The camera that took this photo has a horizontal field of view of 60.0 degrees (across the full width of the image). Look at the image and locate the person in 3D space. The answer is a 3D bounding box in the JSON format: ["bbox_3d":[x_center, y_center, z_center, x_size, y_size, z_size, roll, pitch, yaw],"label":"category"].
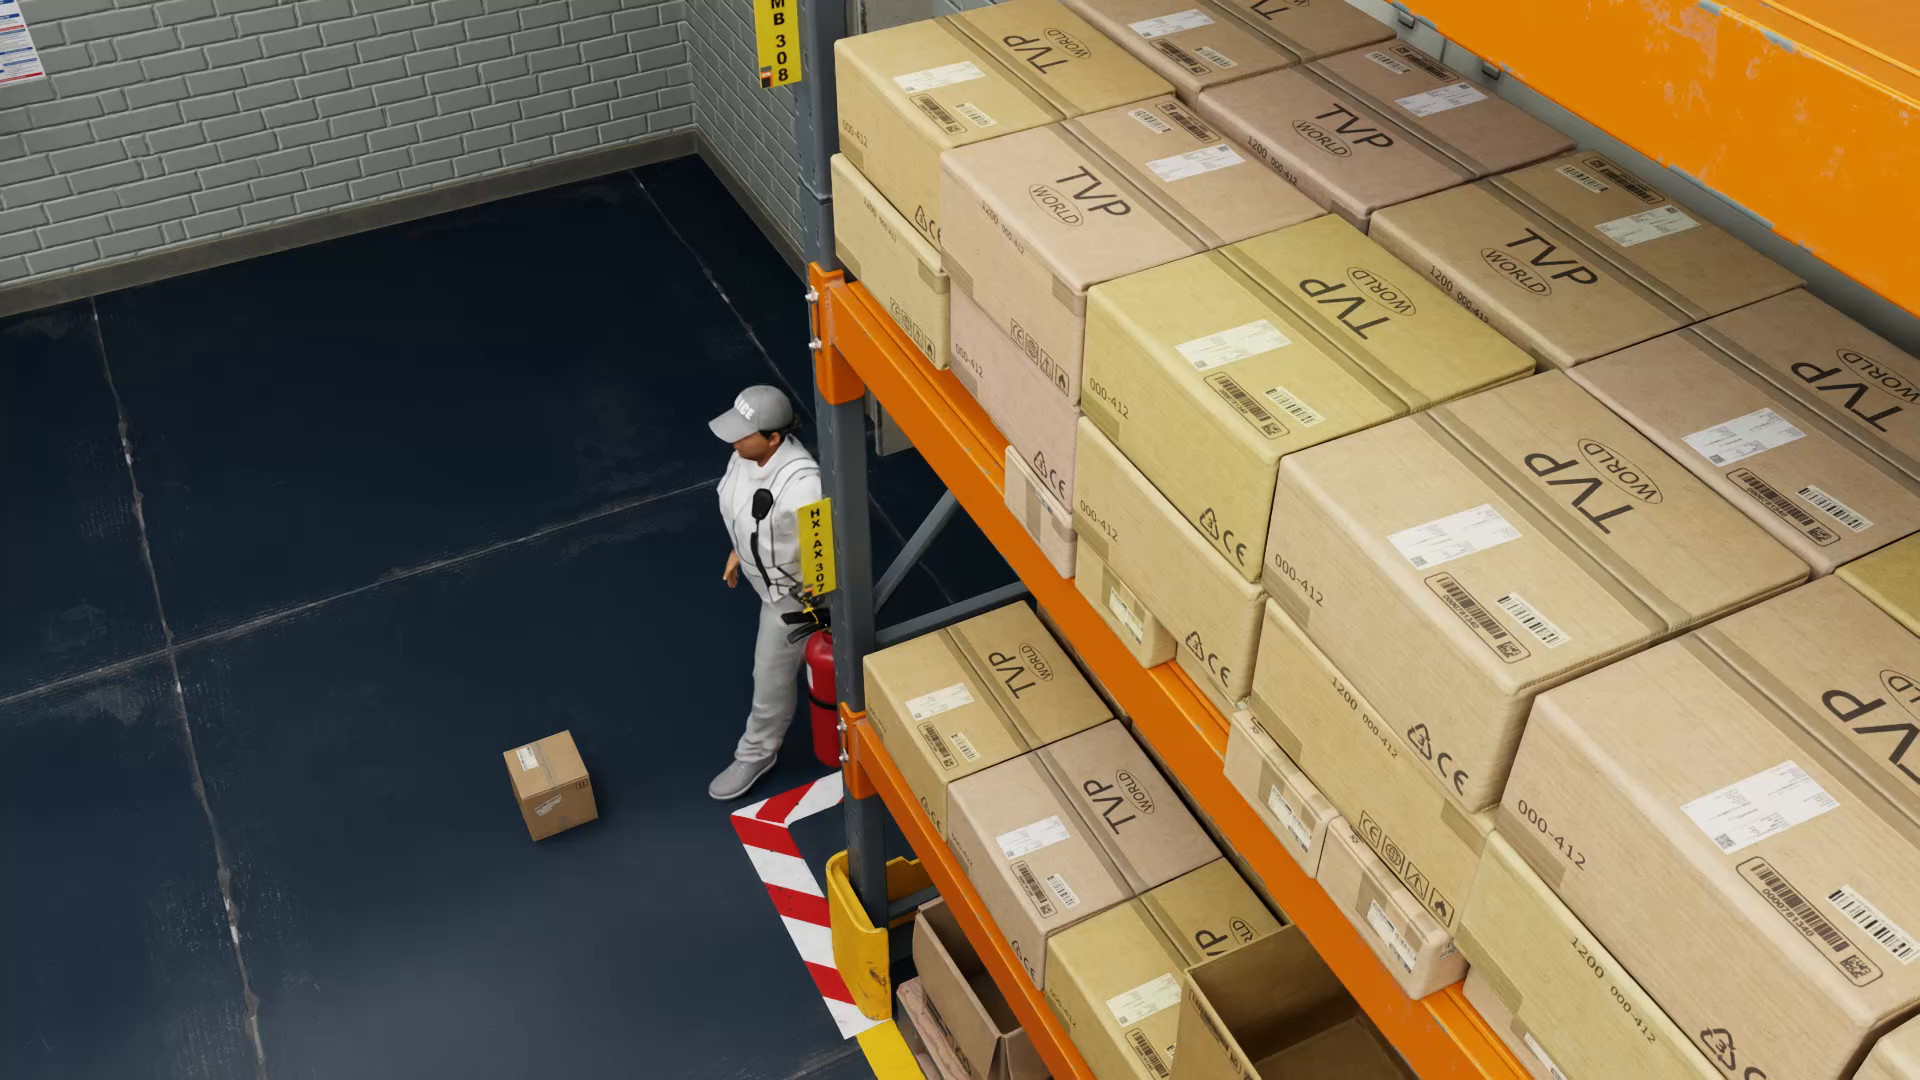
[{"bbox_3d":[-0.670,0.126,6.001,0.808,1.636,0.496,-19,45,-20],"label":"person"}]
